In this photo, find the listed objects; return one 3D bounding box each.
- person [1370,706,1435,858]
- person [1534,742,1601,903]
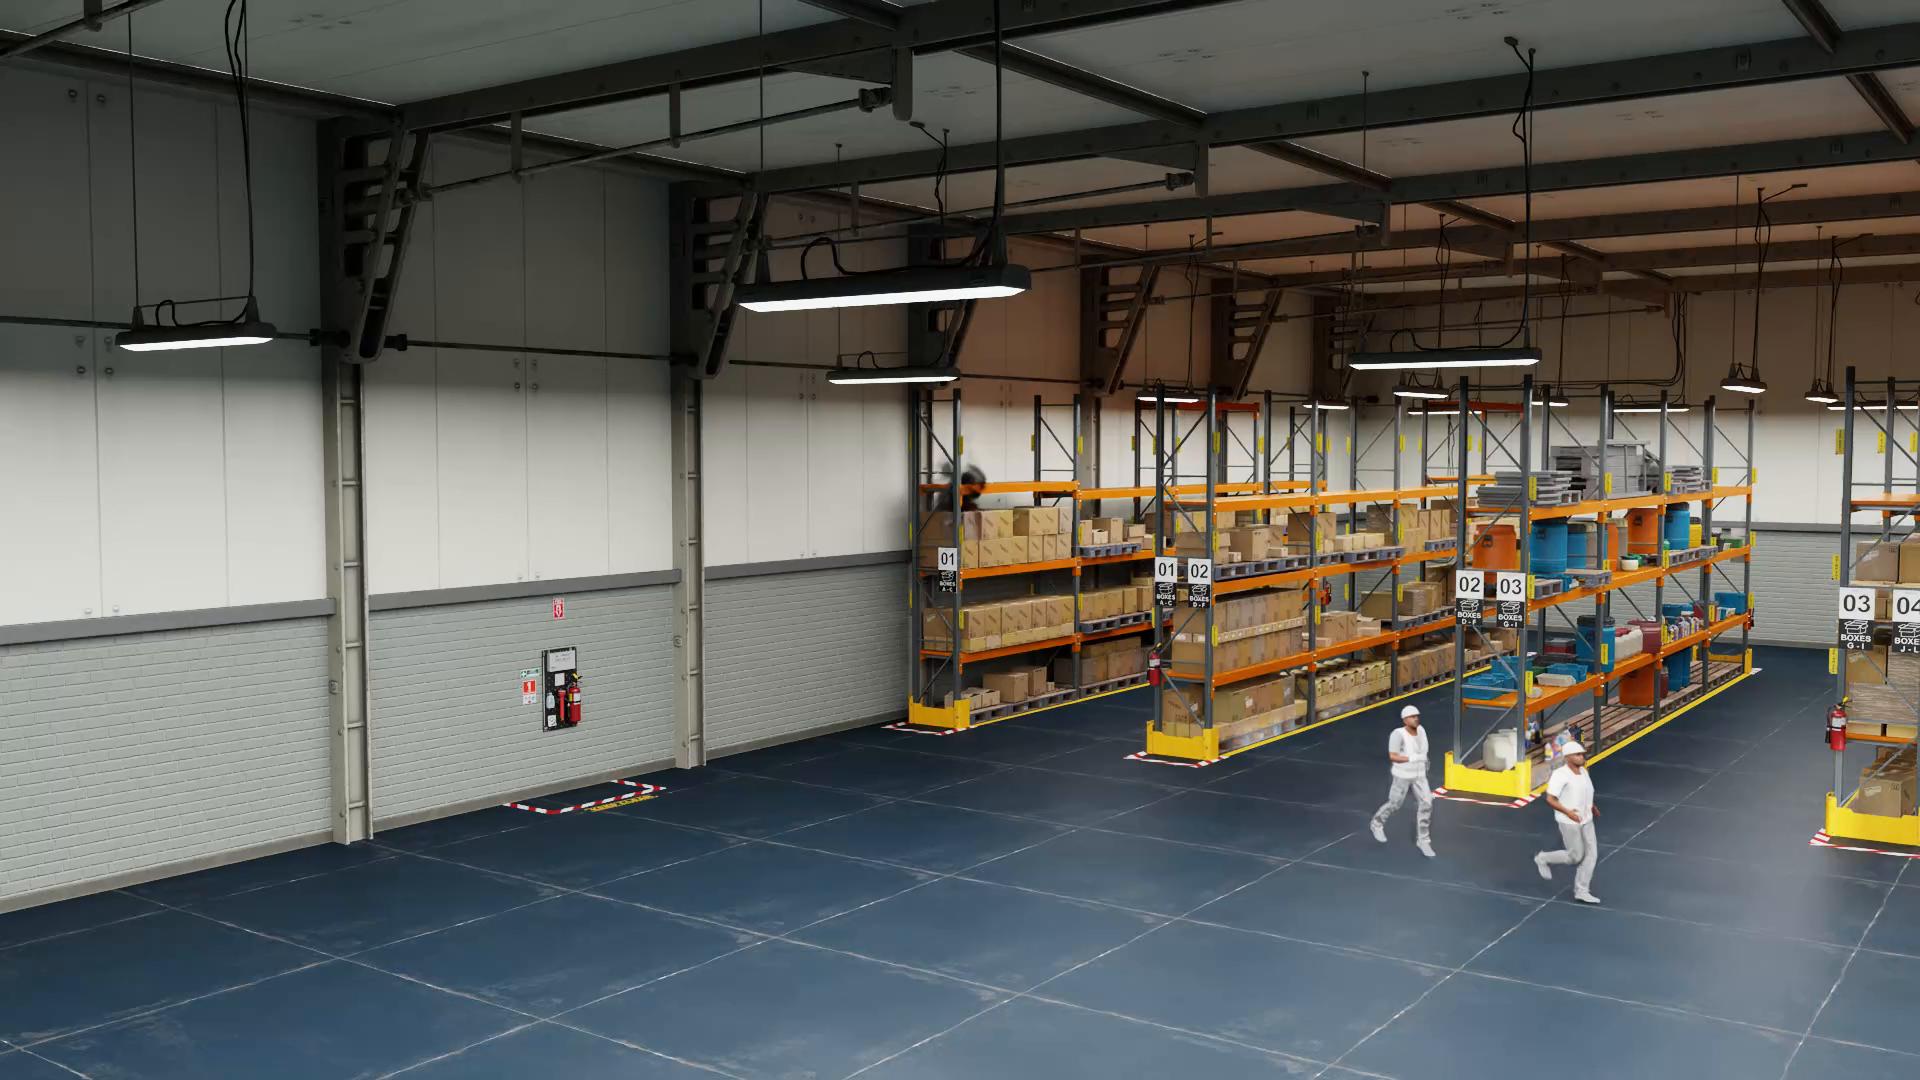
[{"bbox_3d":[5.509,2.941,20.544,0.695,1.832,0.928,-2,4,-25],"label":"person"},{"bbox_3d":[6.764,3.089,18.377,0.698,1.735,0.787,-2,4,-33],"label":"person"}]
